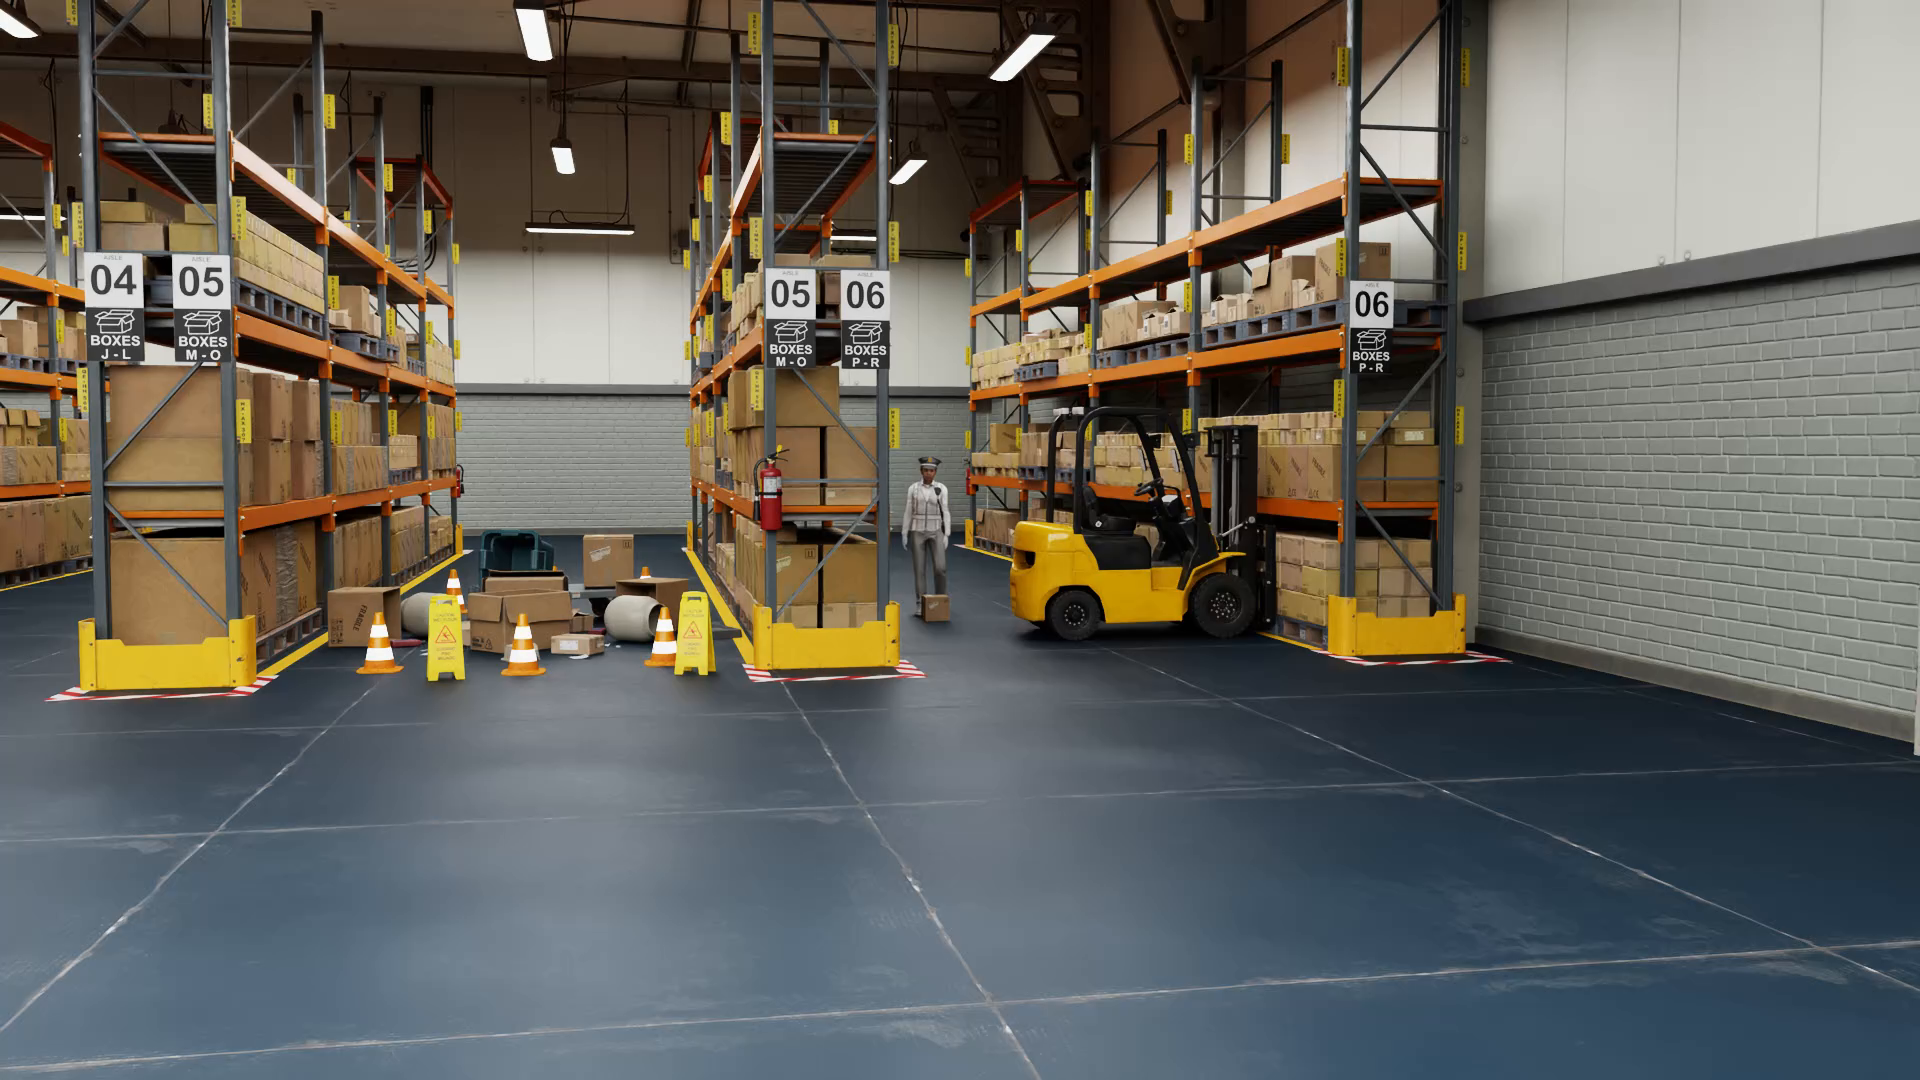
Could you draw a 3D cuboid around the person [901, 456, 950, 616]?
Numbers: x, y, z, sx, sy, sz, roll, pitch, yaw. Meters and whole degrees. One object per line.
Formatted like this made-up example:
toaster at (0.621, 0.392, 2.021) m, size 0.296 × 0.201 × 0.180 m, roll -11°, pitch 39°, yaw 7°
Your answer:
person at (-0.366, -0.027, 17.608) m, size 0.517 × 1.712 × 0.379 m, roll 0°, pitch 3°, yaw 4°
